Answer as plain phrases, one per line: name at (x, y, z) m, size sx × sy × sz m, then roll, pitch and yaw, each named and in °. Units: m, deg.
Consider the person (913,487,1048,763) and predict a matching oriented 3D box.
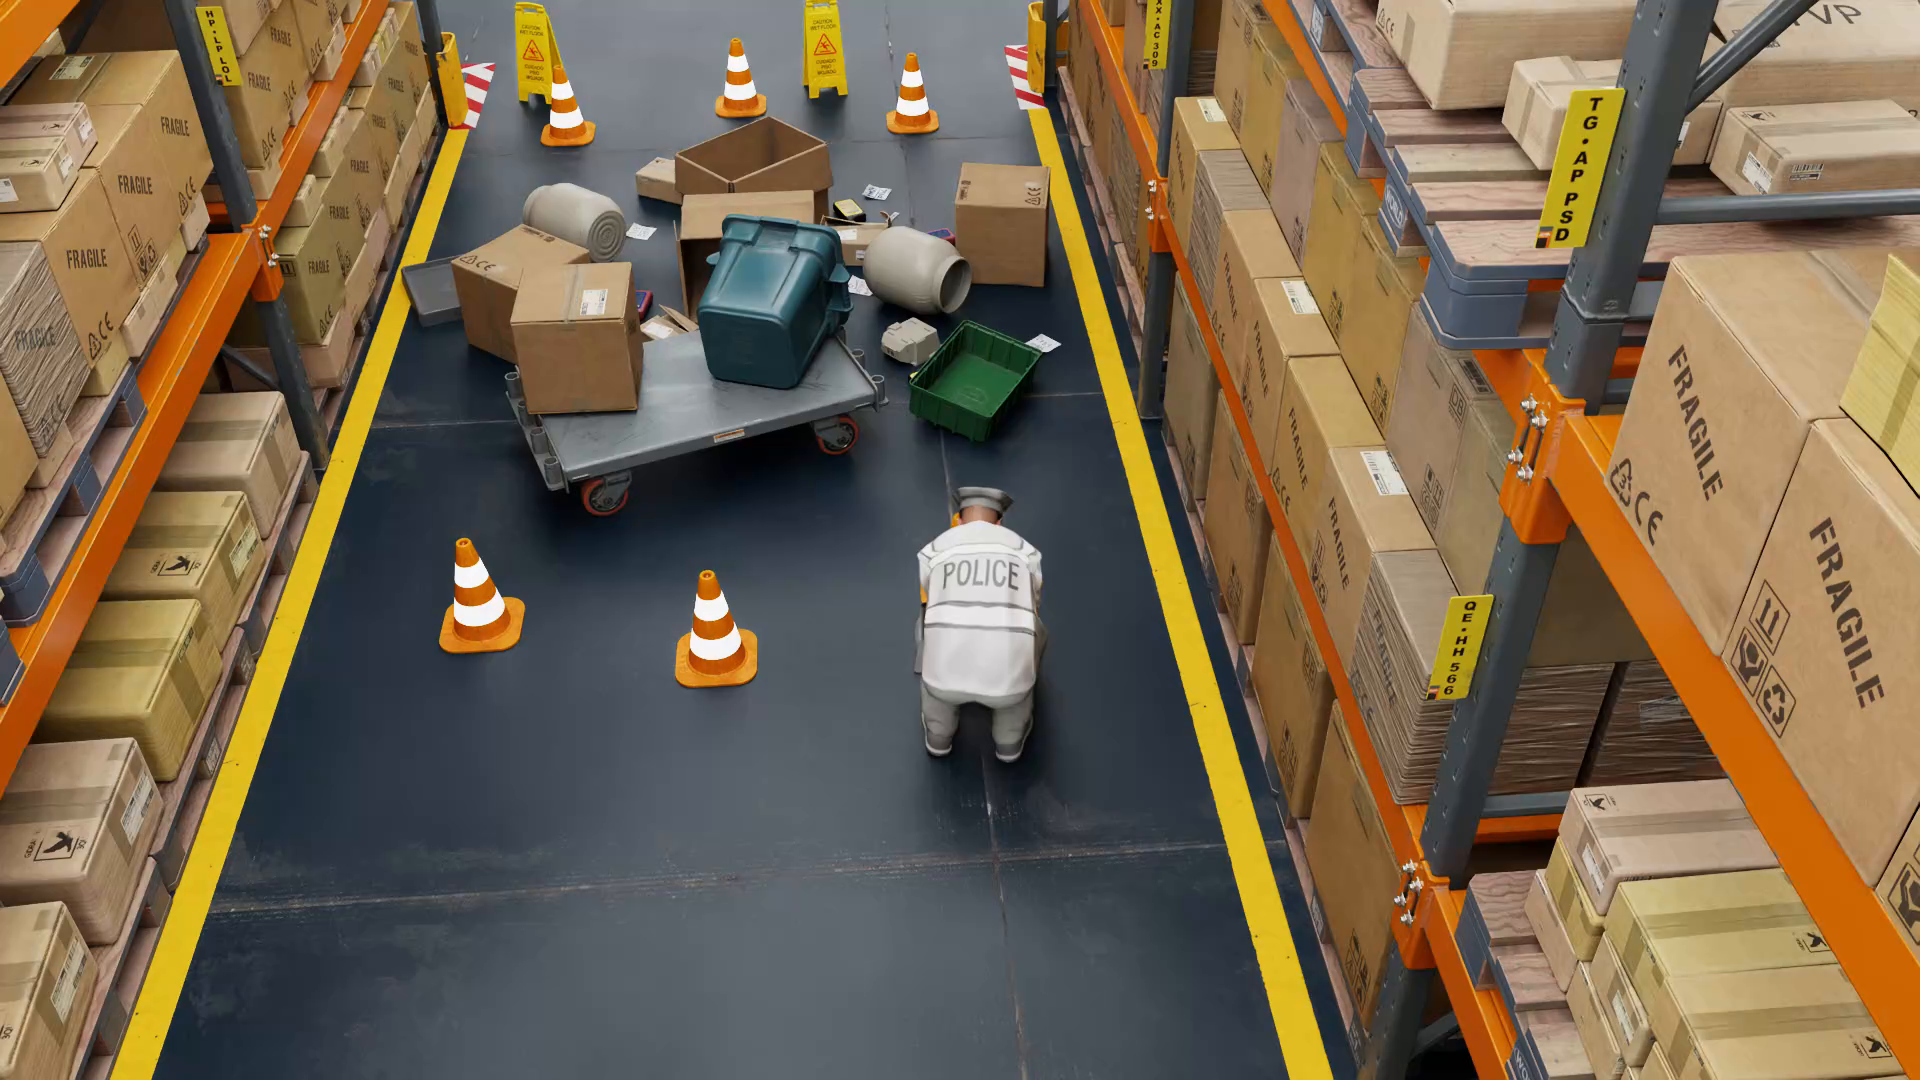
person at (0.082, 0.347, 6.495) m, size 0.527 × 0.819 × 1.020 m, roll 4°, pitch 39°, yaw 5°
